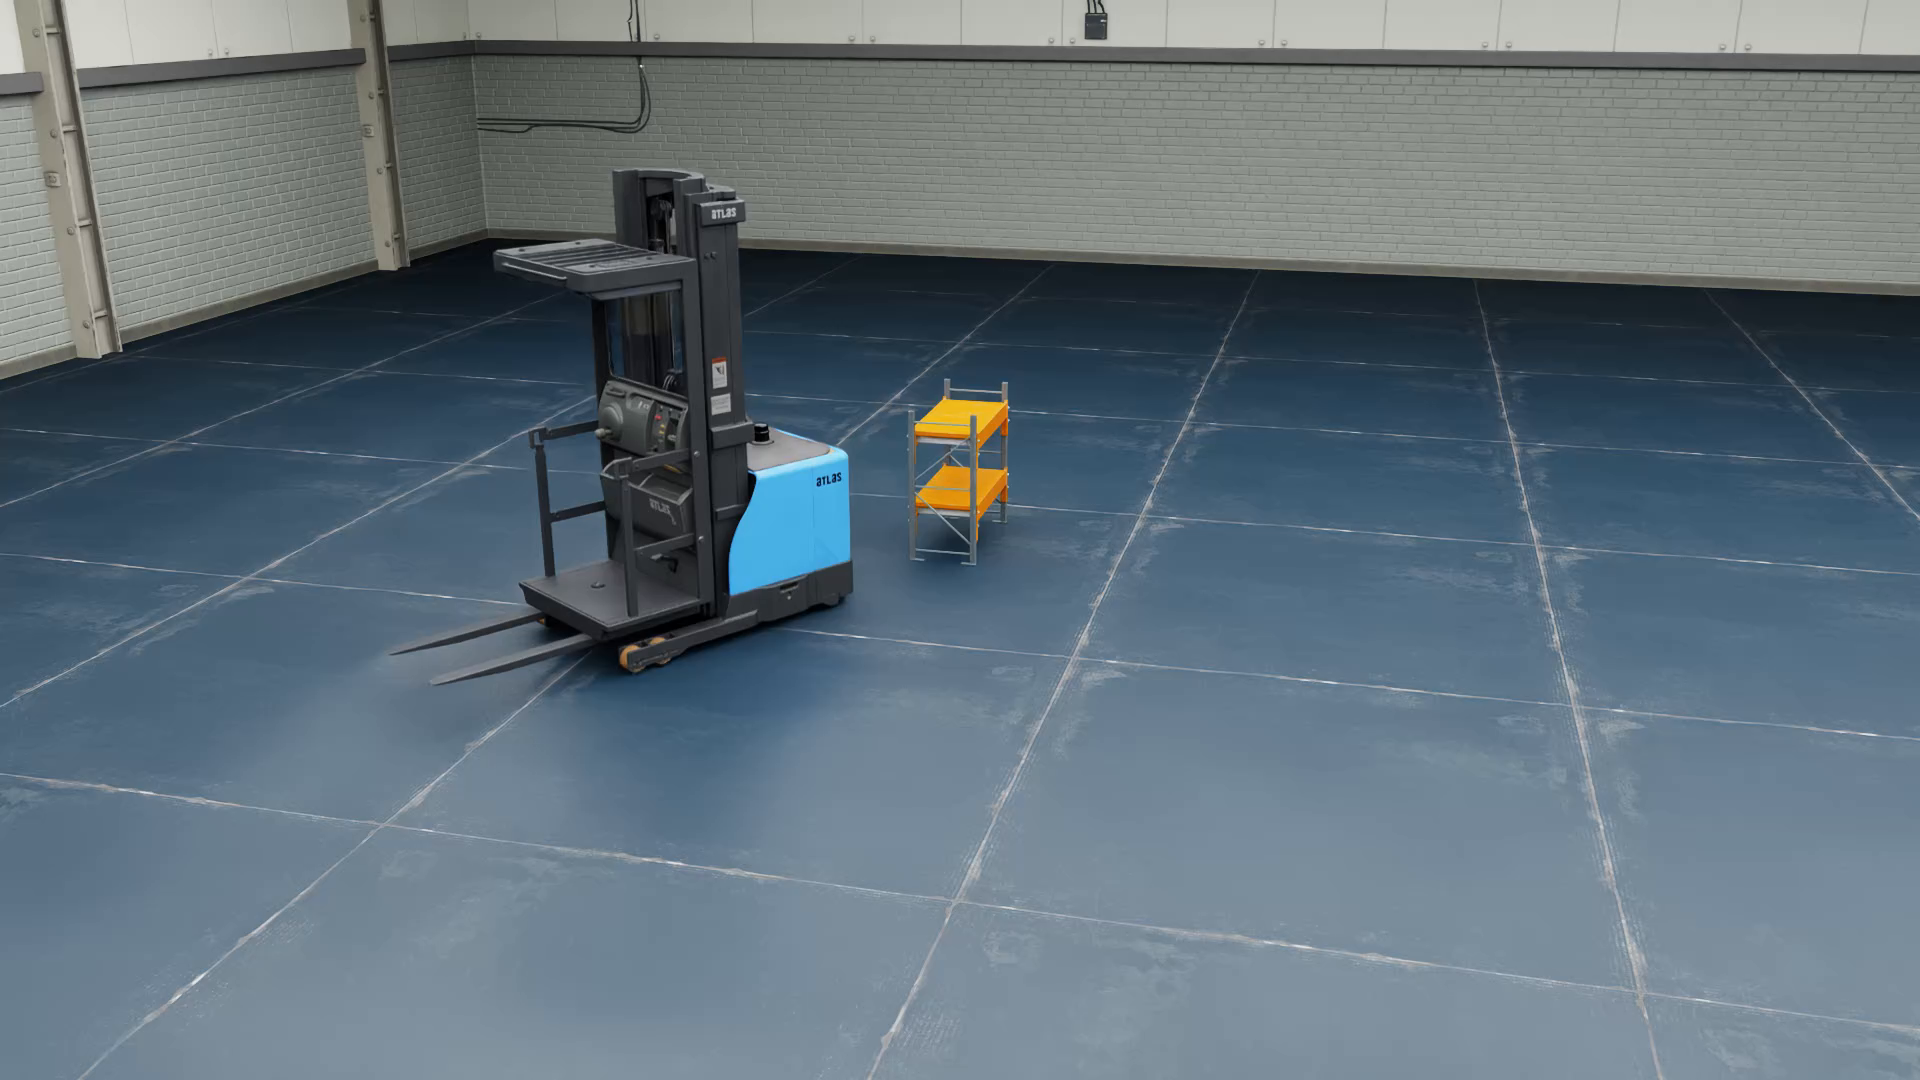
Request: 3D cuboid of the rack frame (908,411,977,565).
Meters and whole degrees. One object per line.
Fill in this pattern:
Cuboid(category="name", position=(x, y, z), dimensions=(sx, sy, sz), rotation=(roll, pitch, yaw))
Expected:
Cuboid(category="rack frame", position=(-0.126, -0.371, 12.033), dimensions=(0.500, 1.125, 0.032), rotation=(5, 19, 13))

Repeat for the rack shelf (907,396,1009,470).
Cuboid(category="rack shelf", position=(-0.002, -0.807, 12.405), dimensions=(0.538, 0.278, 1.000), rotation=(5, 19, 13))

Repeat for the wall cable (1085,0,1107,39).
Cuboid(category="wall cable", position=(2.906, -9.922, 22.552), dimensions=(2.305, 6.003, 0.169), rotation=(5, 19, 13))

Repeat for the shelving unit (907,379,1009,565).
Cuboid(category="shelving unit", position=(-0.002, -0.530, 12.500), dimensions=(0.538, 1.125, 1.048), rotation=(5, 19, 13))

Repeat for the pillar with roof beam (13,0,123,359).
Cuboid(category="pillar with roof beam", position=(-5.589, -6.028, 16.413), dimensions=(9.100, 9.000, 0.400), rotation=(5, 19, 13))

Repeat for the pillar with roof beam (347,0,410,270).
Cuboid(category="pillar with roof beam", position=(-4.123, -7.908, 21.919), dimensions=(9.100, 9.000, 0.400), rotation=(5, 19, 13))

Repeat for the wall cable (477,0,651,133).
Cuboid(category="wall cable", position=(-6.296, -7.598, 25.814), dimensions=(3.097, 2.526, 0.112), rotation=(5, 19, 13))

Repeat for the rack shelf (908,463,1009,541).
Cuboid(category="rack shelf", position=(-0.002, -0.299, 12.579), dimensions=(0.538, 0.278, 1.000), rotation=(5, 19, 13))

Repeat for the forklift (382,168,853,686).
Cuboid(category="forklift", position=(-2.153, -0.756, 10.367), dimensions=(3.031, 2.935, 1.130), rotation=(-17, 25, -40))

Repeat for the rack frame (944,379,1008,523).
Cuboid(category="rack frame", position=(0.123, -0.690, 12.966), dimensions=(0.500, 1.125, 0.032), rotation=(5, 19, 13))
